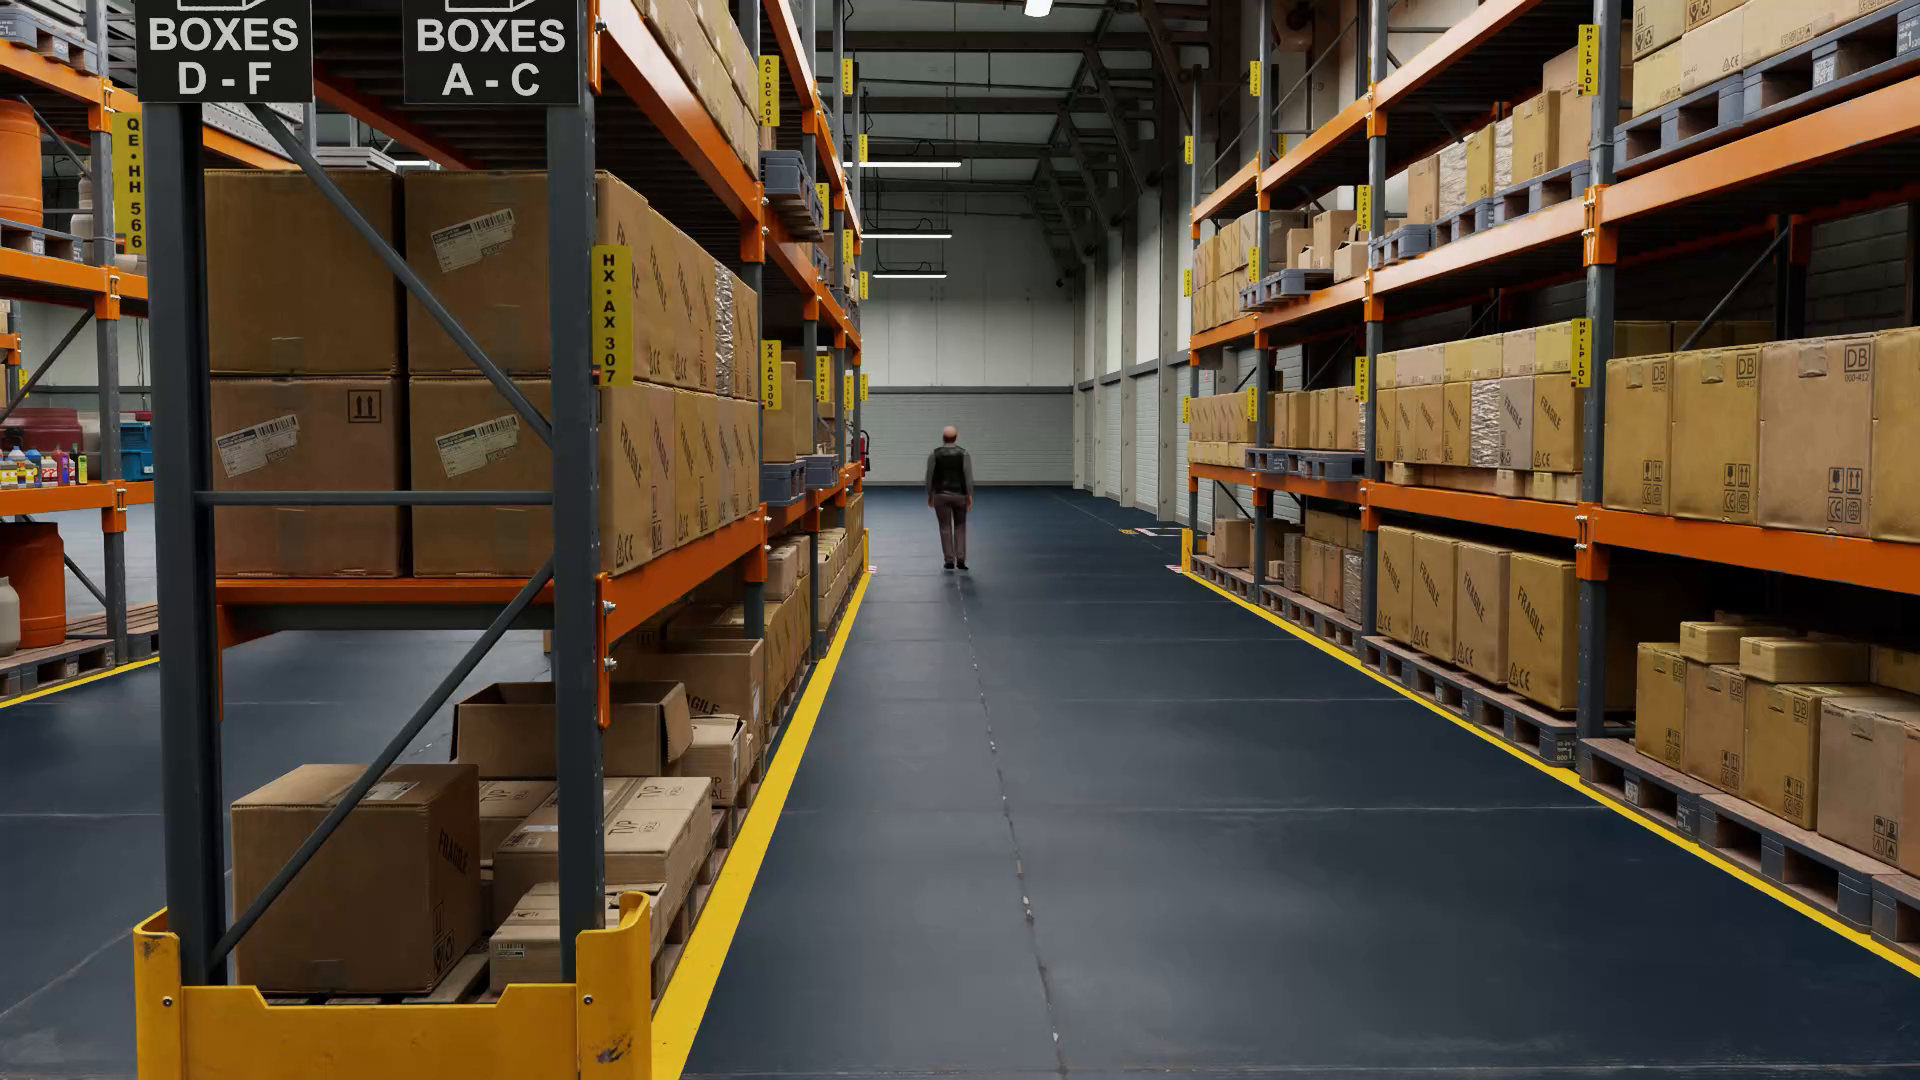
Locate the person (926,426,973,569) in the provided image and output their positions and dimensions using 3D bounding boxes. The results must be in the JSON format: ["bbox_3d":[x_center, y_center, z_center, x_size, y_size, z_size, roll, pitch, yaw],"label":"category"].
[{"bbox_3d":[-0.137,-0.477,20.030,0.561,1.781,0.608,0,4,-7],"label":"person"}]
